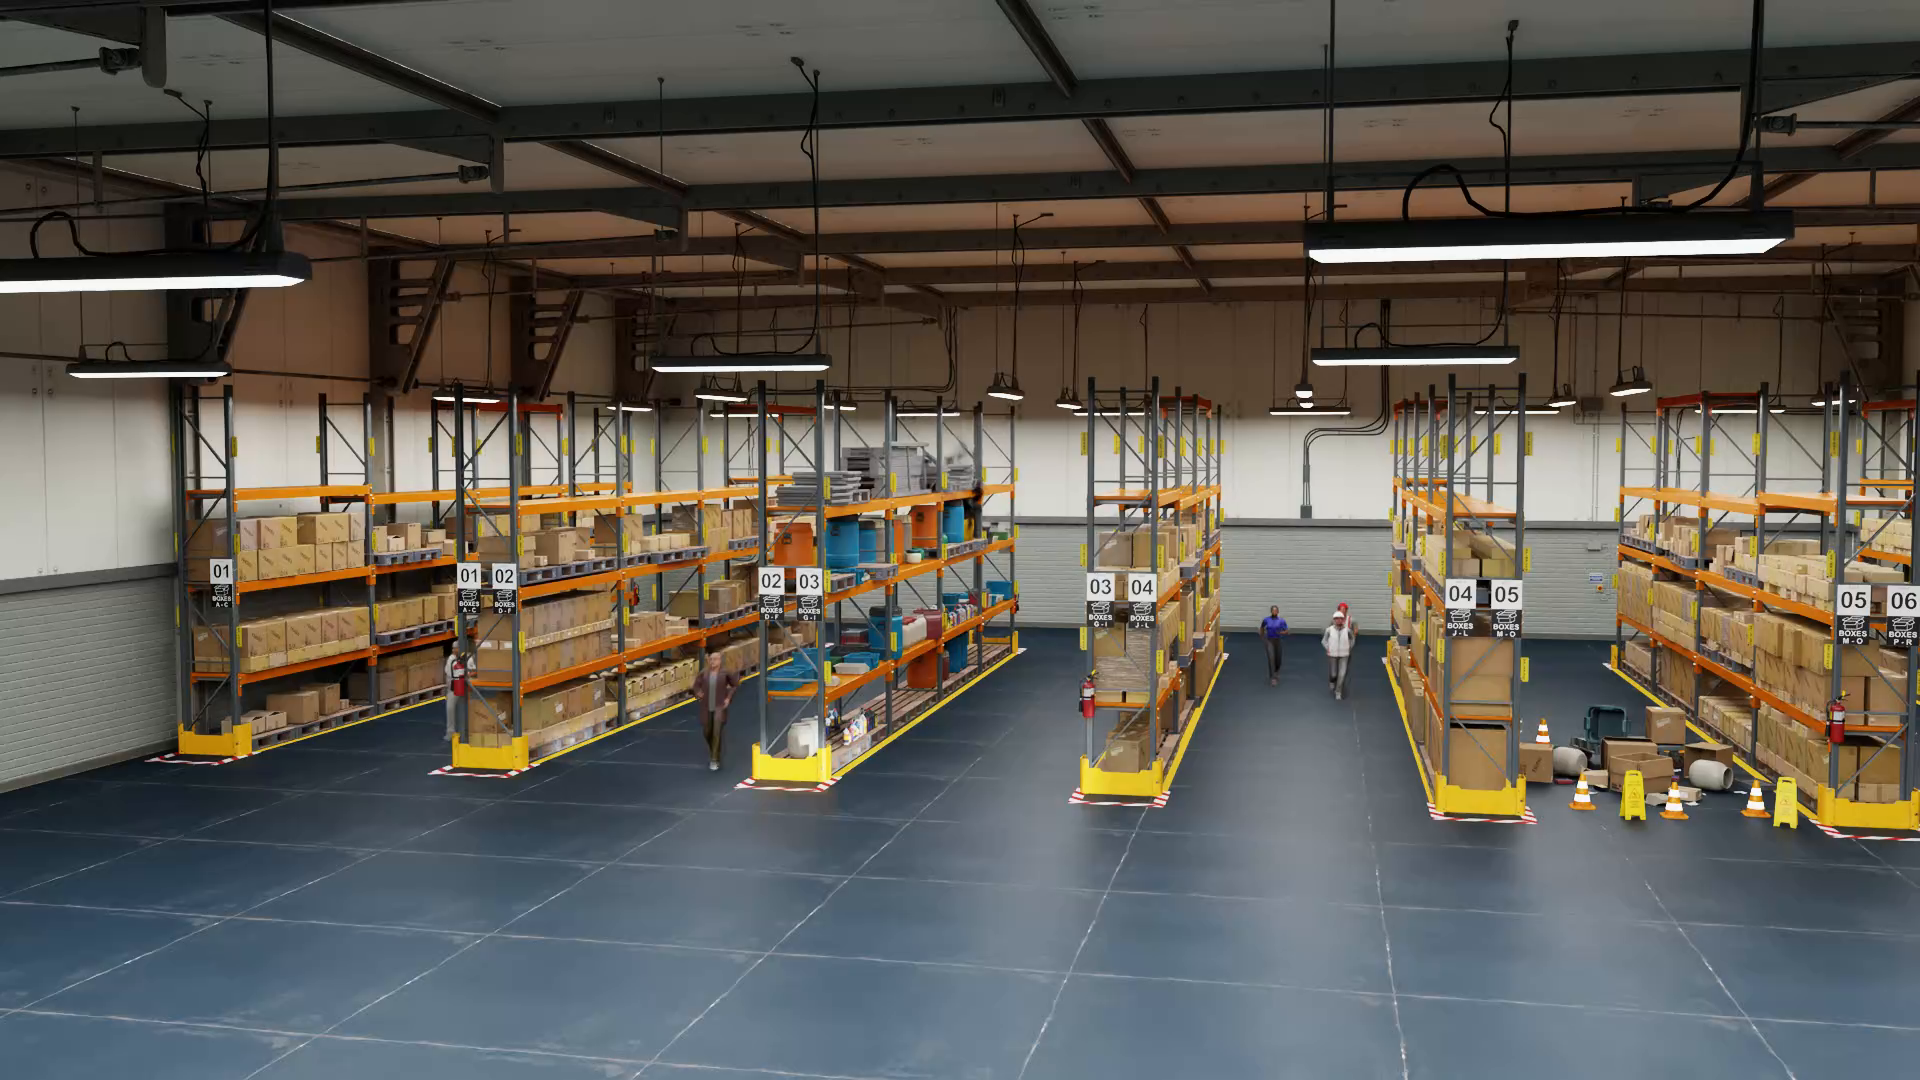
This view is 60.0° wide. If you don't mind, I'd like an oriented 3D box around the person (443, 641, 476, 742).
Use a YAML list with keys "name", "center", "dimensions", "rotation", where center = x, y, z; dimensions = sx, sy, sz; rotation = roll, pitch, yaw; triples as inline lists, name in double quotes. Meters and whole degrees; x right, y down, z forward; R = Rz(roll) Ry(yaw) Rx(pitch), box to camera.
- name: "person"
  center: [-8.597, 2.569, 28.618]
  dimensions: [0.606, 1.681, 0.885]
  rotation: [0, 3, 8]

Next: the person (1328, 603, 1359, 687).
- name: "person"
  center: [7.957, 2.186, 34.522]
  dimensions: [0.624, 1.770, 0.667]
  rotation: [1, 3, 12]

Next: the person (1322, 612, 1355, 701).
- name: "person"
  center: [7.521, 2.287, 33.026]
  dimensions: [0.659, 1.738, 0.765]
  rotation: [0, 3, 8]

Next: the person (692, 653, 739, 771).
- name: "person"
  center: [-3.858, 2.661, 26.105]
  dimensions: [0.717, 1.789, 0.885]
  rotation: [0, 3, 7]

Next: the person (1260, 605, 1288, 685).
- name: "person"
  center: [6.630, 2.195, 35.082]
  dimensions: [0.576, 1.639, 0.893]
  rotation: [0, 3, 8]
